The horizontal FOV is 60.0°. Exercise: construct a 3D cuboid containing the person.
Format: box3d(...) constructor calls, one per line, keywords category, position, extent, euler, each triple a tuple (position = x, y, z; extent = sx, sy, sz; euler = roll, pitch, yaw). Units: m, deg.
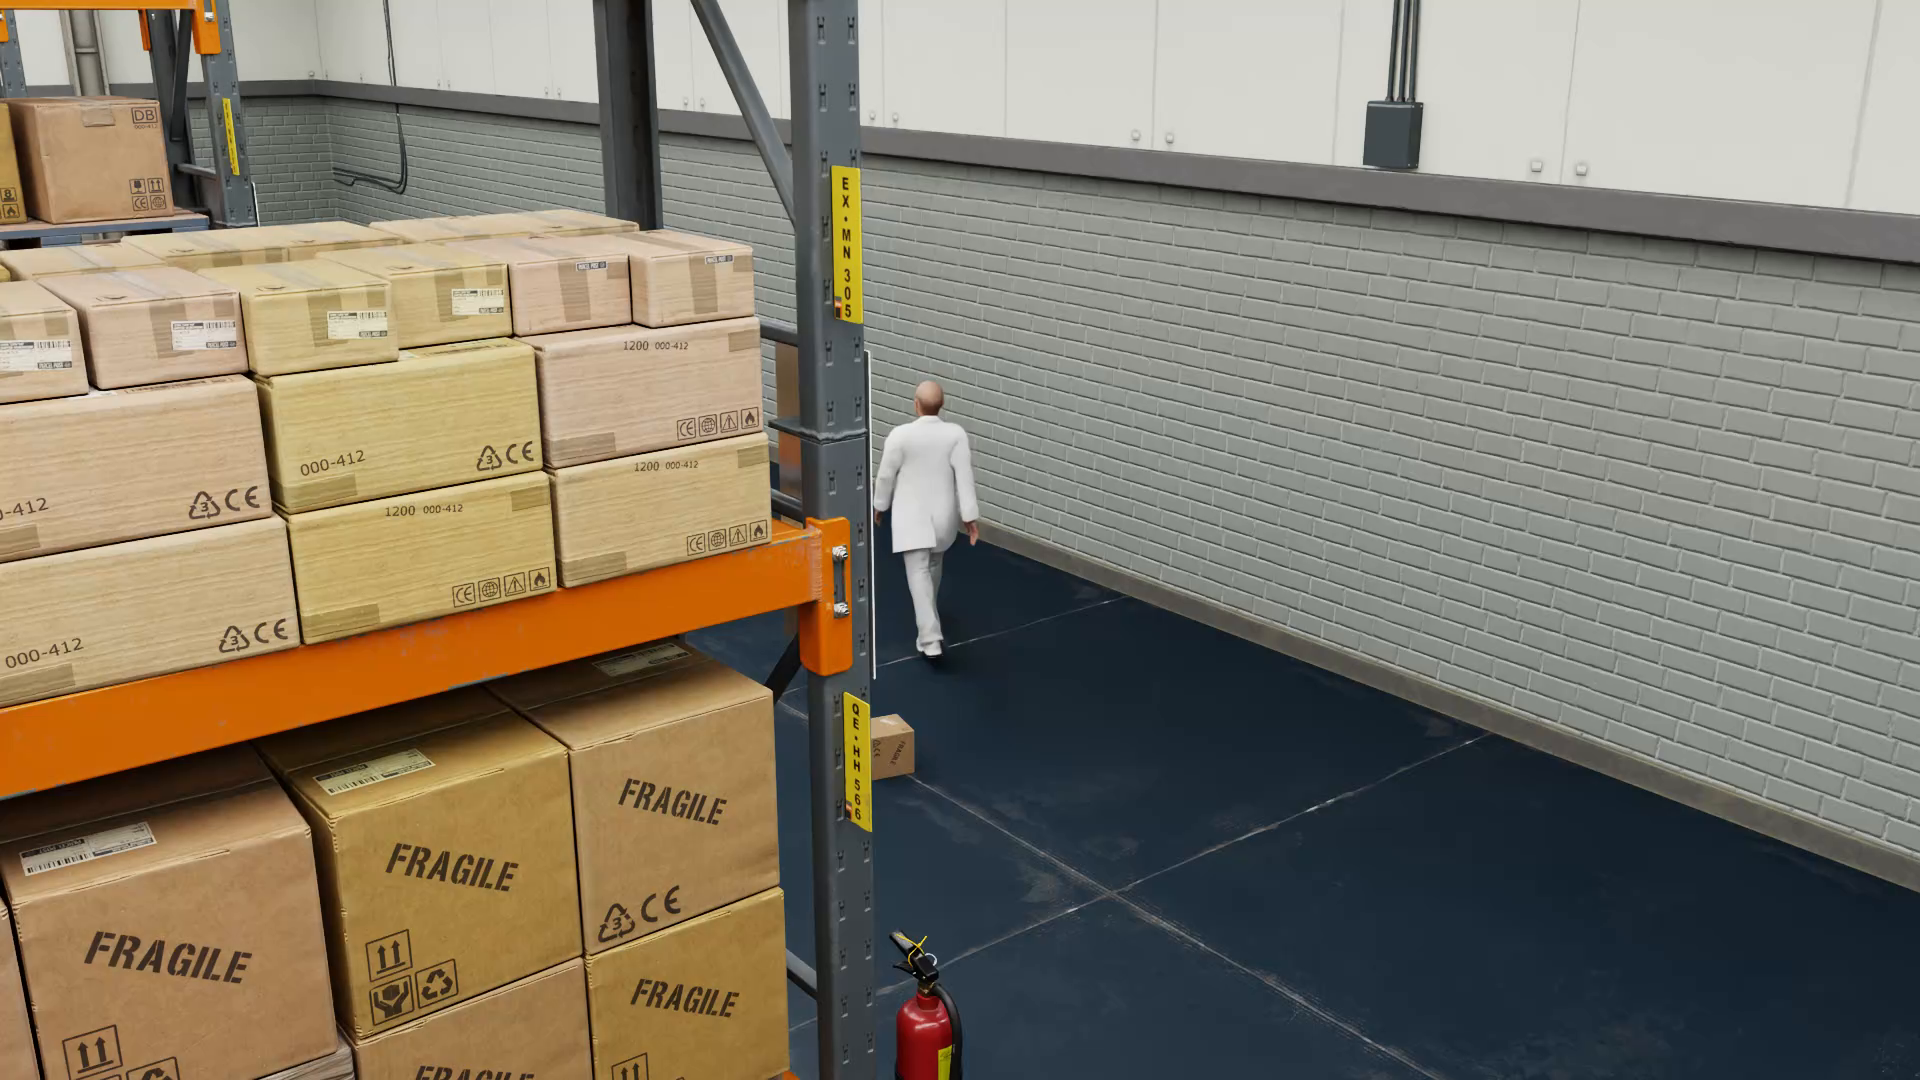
box3d(category="person", position=(-0.237, -0.195, 10.690), extent=(0.612, 1.718, 1.157), euler=(-6, 18, -18))
